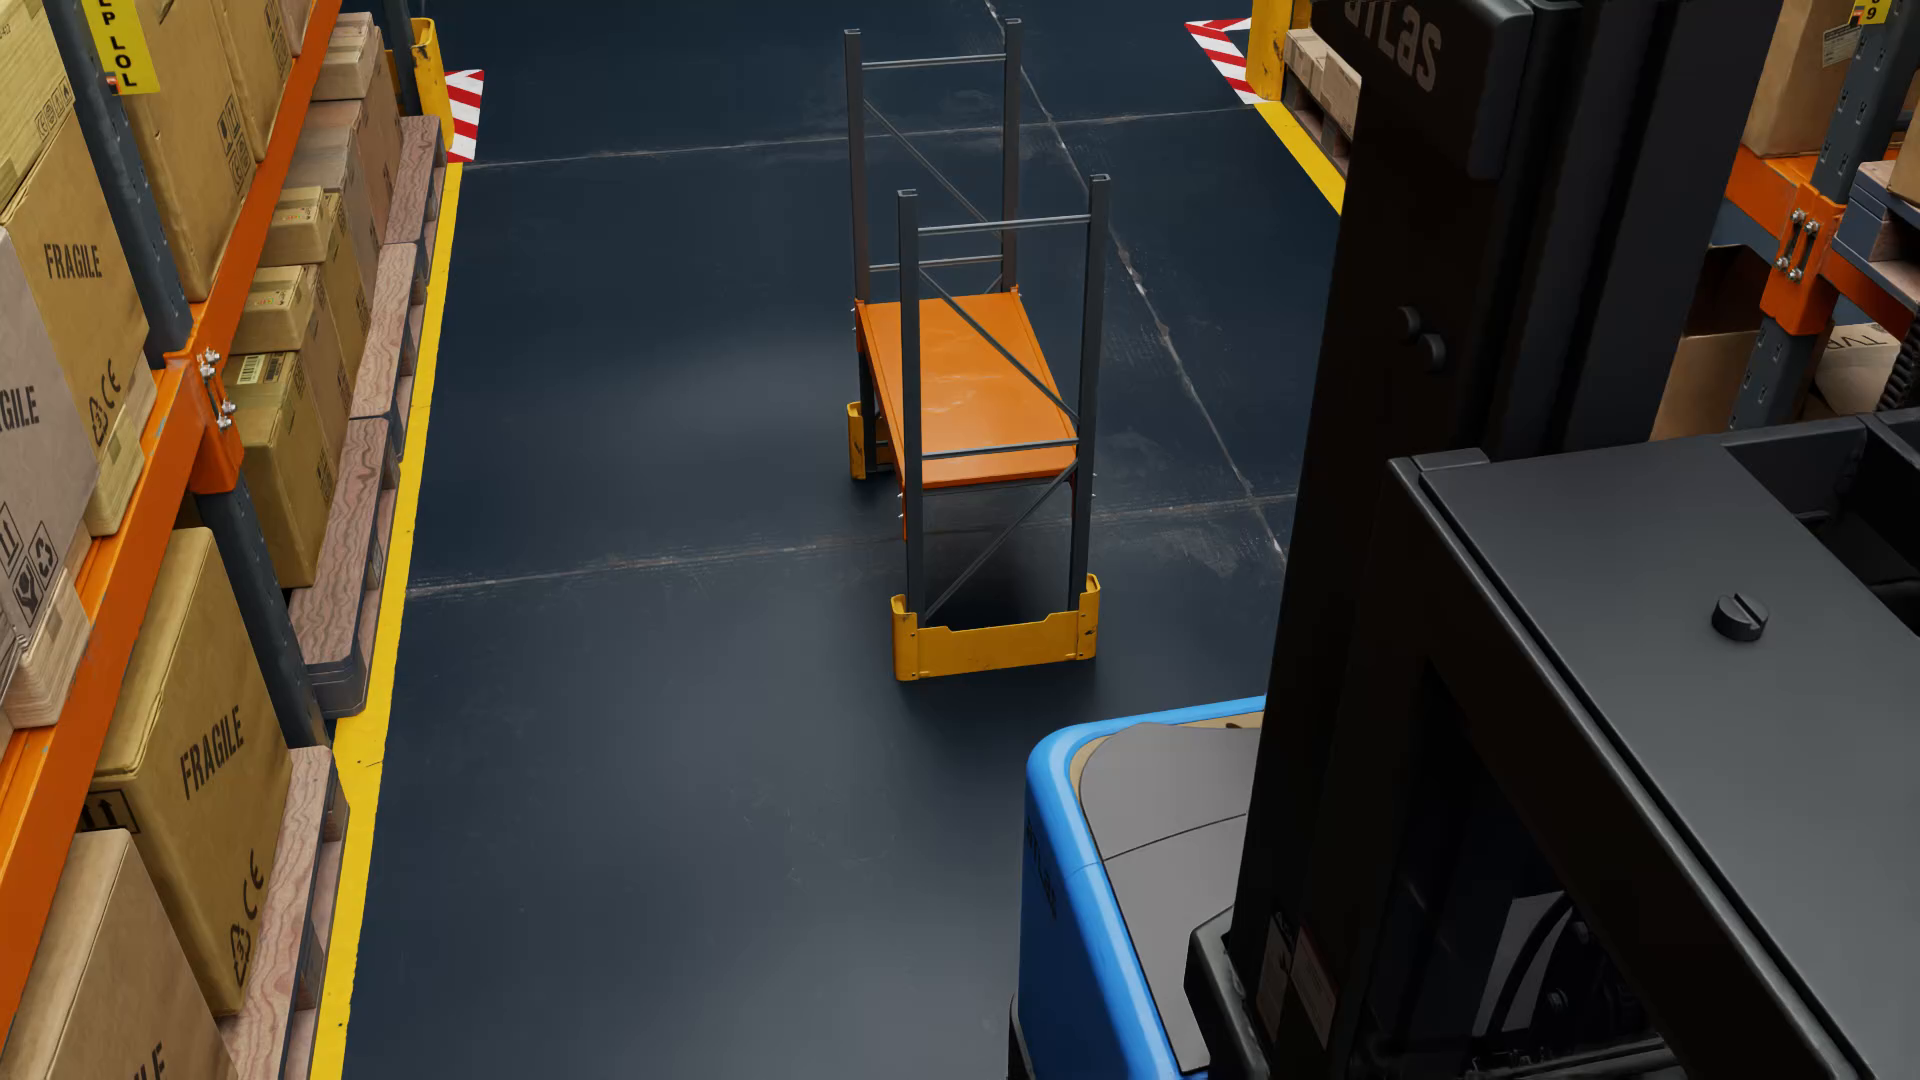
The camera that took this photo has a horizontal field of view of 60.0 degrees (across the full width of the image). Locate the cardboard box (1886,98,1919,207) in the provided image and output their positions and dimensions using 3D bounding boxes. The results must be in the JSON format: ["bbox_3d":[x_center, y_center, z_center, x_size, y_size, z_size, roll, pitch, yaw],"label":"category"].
[{"bbox_3d":[2.545,-0.968,3.627,0.700,0.500,0.500,-19,42,-23],"label":"cardboard box"}]

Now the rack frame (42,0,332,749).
[{"bbox_3d":[-2.194,-0.537,3.497,1.000,3.000,0.127,-6,38,-8],"label":"rack frame"}]

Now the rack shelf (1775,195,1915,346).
[{"bbox_3d":[3.033,0.420,2.851,1.077,0.370,4.000,-6,38,-8],"label":"rack shelf"}]

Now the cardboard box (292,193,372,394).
[{"bbox_3d":[-2.397,-0.793,5.521,0.700,0.500,0.500,-5,38,-7],"label":"cardboard box"}]

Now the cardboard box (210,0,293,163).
[{"bbox_3d":[-2.396,-1.427,4.397,0.980,0.700,0.700,-7,38,-9],"label":"cardboard box"}]

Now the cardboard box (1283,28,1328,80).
[{"bbox_3d":[1.716,-2.246,7.662,0.380,0.149,0.250,-6,38,-8],"label":"cardboard box"}]

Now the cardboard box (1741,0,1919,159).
[{"bbox_3d":[2.342,-1.386,4.508,0.500,0.500,0.500,-6,38,-7],"label":"cardboard box"}]

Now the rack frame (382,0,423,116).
[{"bbox_3d":[-2.896,-2.953,6.607,1.000,3.000,0.127,-6,38,-8],"label":"rack frame"}]

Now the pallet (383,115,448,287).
[{"bbox_3d":[-2.678,-1.378,6.851,1.003,0.211,1.213,-6,38,-8],"label":"pallet"}]

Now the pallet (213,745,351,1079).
[{"bbox_3d":[-1.985,1.022,3.763,1.003,0.211,1.213,-6,38,-8],"label":"pallet"}]

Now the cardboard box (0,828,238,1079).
[{"bbox_3d":[-1.794,1.061,2.849,0.750,0.750,0.750,-5,38,-7],"label":"cardboard box"}]

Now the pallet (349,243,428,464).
[{"bbox_3d":[-2.468,-0.642,5.905,1.003,0.211,1.213,-6,38,-8],"label":"pallet"}]

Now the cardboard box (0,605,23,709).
[{"bbox_3d":[-1.686,0.161,2.258,0.500,0.500,0.500,-6,38,-8],"label":"cardboard box"}]

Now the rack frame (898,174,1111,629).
[{"bbox_3d":[0.104,-0.234,4.328,0.500,1.500,0.032,-6,38,-8],"label":"rack frame"}]

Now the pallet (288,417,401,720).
[{"bbox_3d":[-2.251,0.096,4.954,1.003,0.211,1.213,-6,38,-8],"label":"pallet"}]

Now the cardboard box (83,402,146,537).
[{"bbox_3d":[-1.789,-0.122,3.151,0.380,0.149,0.250,-6,38,-7],"label":"cardboard box"}]

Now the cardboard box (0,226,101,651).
[{"bbox_3d":[-1.766,-0.143,2.649,0.500,0.500,0.500,-6,38,-8],"label":"cardboard box"}]

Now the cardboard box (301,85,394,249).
[{"bbox_3d":[-2.587,-1.418,6.325,0.700,0.500,0.500,-6,38,-8],"label":"cardboard box"}]

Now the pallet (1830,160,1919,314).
[{"bbox_3d":[2.715,-0.502,3.608,1.003,0.211,1.213,-6,38,-8],"label":"pallet"}]

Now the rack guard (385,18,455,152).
[{"bbox_3d":[-2.900,-1.981,7.392,1.175,0.500,0.348,-6,38,-8],"label":"rack guard"}]

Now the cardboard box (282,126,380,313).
[{"bbox_3d":[-2.498,-1.114,5.934,0.700,0.500,0.500,-7,38,-9],"label":"cardboard box"}]

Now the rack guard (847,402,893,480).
[{"bbox_3d":[-0.074,-0.353,5.501,0.587,0.250,0.087,-6,38,-8],"label":"rack guard"}]

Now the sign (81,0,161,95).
[{"bbox_3d":[-1.662,-1.028,3.248,0.100,0.325,0.005,-6,38,-8],"label":"sign"}]

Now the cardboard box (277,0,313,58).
[{"bbox_3d":[-2.533,-1.865,4.961,0.980,0.700,0.700,-8,39,-10],"label":"cardboard box"}]

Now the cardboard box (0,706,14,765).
[{"bbox_3d":[-1.706,0.347,2.547,0.380,0.149,0.250,-6,38,-8],"label":"cardboard box"}]

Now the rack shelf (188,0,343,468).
[{"bbox_3d":[-2.545,-1.461,5.272,1.077,0.370,4.000,-6,38,-8],"label":"rack shelf"}]

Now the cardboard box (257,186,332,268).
[{"bbox_3d":[-2.197,-0.977,5.229,0.380,0.149,0.250,-7,38,-9],"label":"cardboard box"}]

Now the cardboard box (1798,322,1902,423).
[{"bbox_3d":[2.821,-0.461,5.232,0.500,0.311,0.500,-6,38,-8],"label":"cardboard box"}]

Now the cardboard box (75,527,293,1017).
[{"bbox_3d":[-1.952,0.524,3.540,0.750,0.750,0.750,-6,38,-7],"label":"cardboard box"}]

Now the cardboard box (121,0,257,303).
[{"bbox_3d":[-2.273,-0.985,3.829,0.980,0.700,0.700,-6,38,-7],"label":"cardboard box"}]

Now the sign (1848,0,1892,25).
[{"bbox_3d":[2.149,-1.351,3.839,0.100,0.325,0.005,-6,38,-8],"label":"sign"}]

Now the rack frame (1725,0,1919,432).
[{"bbox_3d":[2.682,-1.072,4.185,1.000,3.000,0.127,-6,38,-8],"label":"rack frame"}]

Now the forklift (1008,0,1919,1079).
[{"bbox_3d":[0.921,0.860,1.753,1.130,2.935,3.031,-8,38,-10],"label":"forklift"}]

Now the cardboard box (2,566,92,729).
[{"bbox_3d":[-1.684,0.192,2.746,0.380,0.149,0.250,-6,38,-8],"label":"cardboard box"}]

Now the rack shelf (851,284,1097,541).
[{"bbox_3d":[0.015,-0.399,4.834,0.538,0.185,1.000,-6,38,-8],"label":"rack shelf"}]

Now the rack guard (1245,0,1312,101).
[{"bbox_3d":[1.994,-2.455,8.003,1.175,0.500,0.348,-6,38,-8],"label":"rack guard"}]

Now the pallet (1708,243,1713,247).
[{"bbox_3d":[2.345,-1.124,6.526,1.003,0.211,1.213,-6,38,-8],"label":"pallet"}]

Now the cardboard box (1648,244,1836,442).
[{"bbox_3d":[2.303,-0.573,5.221,0.500,0.500,0.500,-6,38,-8],"label":"cardboard box"}]

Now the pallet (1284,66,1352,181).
[{"bbox_3d":[2.135,-1.860,7.472,1.003,0.211,1.213,-6,38,-8],"label":"pallet"}]

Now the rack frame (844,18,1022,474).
[{"bbox_3d":[-0.074,-0.848,5.119,0.500,1.500,0.032,-6,38,-8],"label":"rack frame"}]

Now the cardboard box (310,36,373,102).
[{"bbox_3d":[-2.427,-1.764,6.242,0.380,0.149,0.250,-5,38,-7],"label":"cardboard box"}]

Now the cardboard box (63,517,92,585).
[{"bbox_3d":[-1.788,0.039,2.944,0.380,0.149,0.250,-5,38,-7],"label":"cardboard box"}]

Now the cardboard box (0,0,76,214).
[{"bbox_3d":[-1.861,-0.744,2.811,0.500,0.250,0.500,-5,38,-7],"label":"cardboard box"}]

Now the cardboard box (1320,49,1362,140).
[{"bbox_3d":[1.884,-1.915,7.153,0.500,0.250,0.500,-6,38,-8],"label":"cardboard box"}]

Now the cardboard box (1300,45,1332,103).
[{"bbox_3d":[1.760,-2.102,7.462,0.380,0.166,0.250,-6,38,-8],"label":"cardboard box"}]

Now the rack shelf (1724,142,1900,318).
[{"bbox_3d":[2.331,-1.996,5.961,1.077,0.370,4.000,-6,38,-8],"label":"rack shelf"}]

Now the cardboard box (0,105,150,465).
[{"bbox_3d":[-1.865,-0.451,3.045,0.500,0.500,0.500,-7,38,-9],"label":"cardboard box"}]

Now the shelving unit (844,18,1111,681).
[{"bbox_3d":[0.013,-0.546,4.731,0.587,1.500,1.083,-6,38,-8],"label":"shelving unit"}]

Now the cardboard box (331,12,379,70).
[{"bbox_3d":[-2.472,-1.918,6.441,0.380,0.149,0.250,-7,38,-8],"label":"cardboard box"}]

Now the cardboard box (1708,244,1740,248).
[{"bbox_3d":[2.660,-0.925,5.947,0.380,0.166,0.250,-6,38,-8],"label":"cardboard box"}]

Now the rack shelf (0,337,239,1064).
[{"bbox_3d":[-1.844,0.955,2.163,1.077,0.370,4.000,-6,38,-8],"label":"rack shelf"}]

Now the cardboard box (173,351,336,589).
[{"bbox_3d":[-2.224,-0.179,4.730,0.700,0.500,0.500,-6,38,-7],"label":"cardboard box"}]

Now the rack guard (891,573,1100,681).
[{"bbox_3d":[0.101,0.248,4.727,0.587,0.250,0.087,-6,38,-8],"label":"rack guard"}]

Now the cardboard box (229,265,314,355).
[{"bbox_3d":[-2.105,-0.661,4.823,0.380,0.149,0.250,-5,38,-6],"label":"cardboard box"}]

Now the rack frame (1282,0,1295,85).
[{"bbox_3d":[1.981,-3.488,7.295,1.000,3.000,0.127,-6,38,-8],"label":"rack frame"}]

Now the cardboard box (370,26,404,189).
[{"bbox_3d":[-2.674,-1.720,6.714,0.700,0.500,0.500,-6,38,-8],"label":"cardboard box"}]

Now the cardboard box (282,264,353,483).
[{"bbox_3d":[-2.309,-0.483,5.121,0.700,0.500,0.500,-7,38,-8],"label":"cardboard box"}]

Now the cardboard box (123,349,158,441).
[{"bbox_3d":[-1.856,-0.272,3.344,0.380,0.149,0.250,-6,38,-8],"label":"cardboard box"}]
